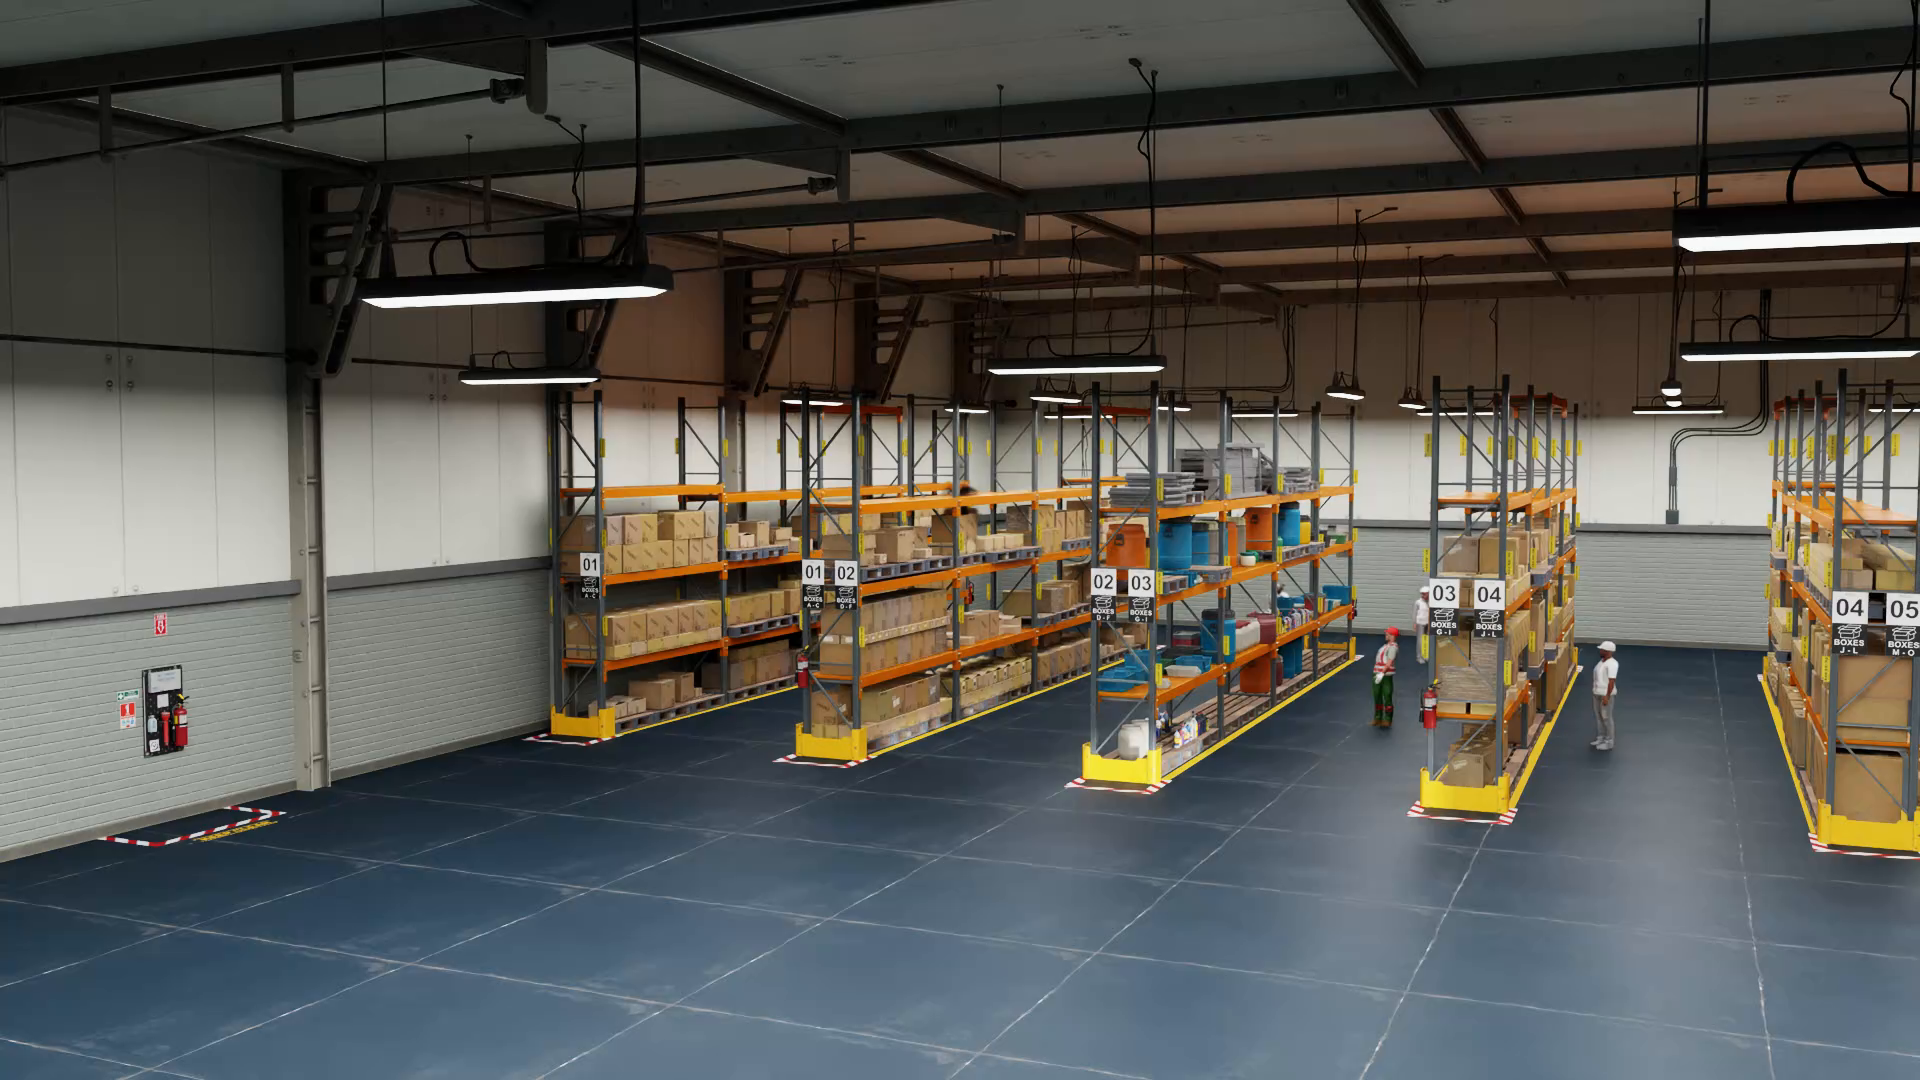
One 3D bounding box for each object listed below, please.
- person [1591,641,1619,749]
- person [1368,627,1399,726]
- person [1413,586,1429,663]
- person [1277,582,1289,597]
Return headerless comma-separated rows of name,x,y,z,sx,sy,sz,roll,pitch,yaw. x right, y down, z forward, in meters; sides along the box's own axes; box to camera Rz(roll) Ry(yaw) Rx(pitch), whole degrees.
person,10.778,2.586,27.807,0.415,1.786,0.580,-1,3,-10
person,7.600,2.465,29.882,0.628,1.811,0.571,-2,4,-27
person,10.915,1.981,38.945,0.573,1.795,0.564,0,3,-3
person,7.976,1.894,41.387,0.551,1.730,0.816,1,3,22
